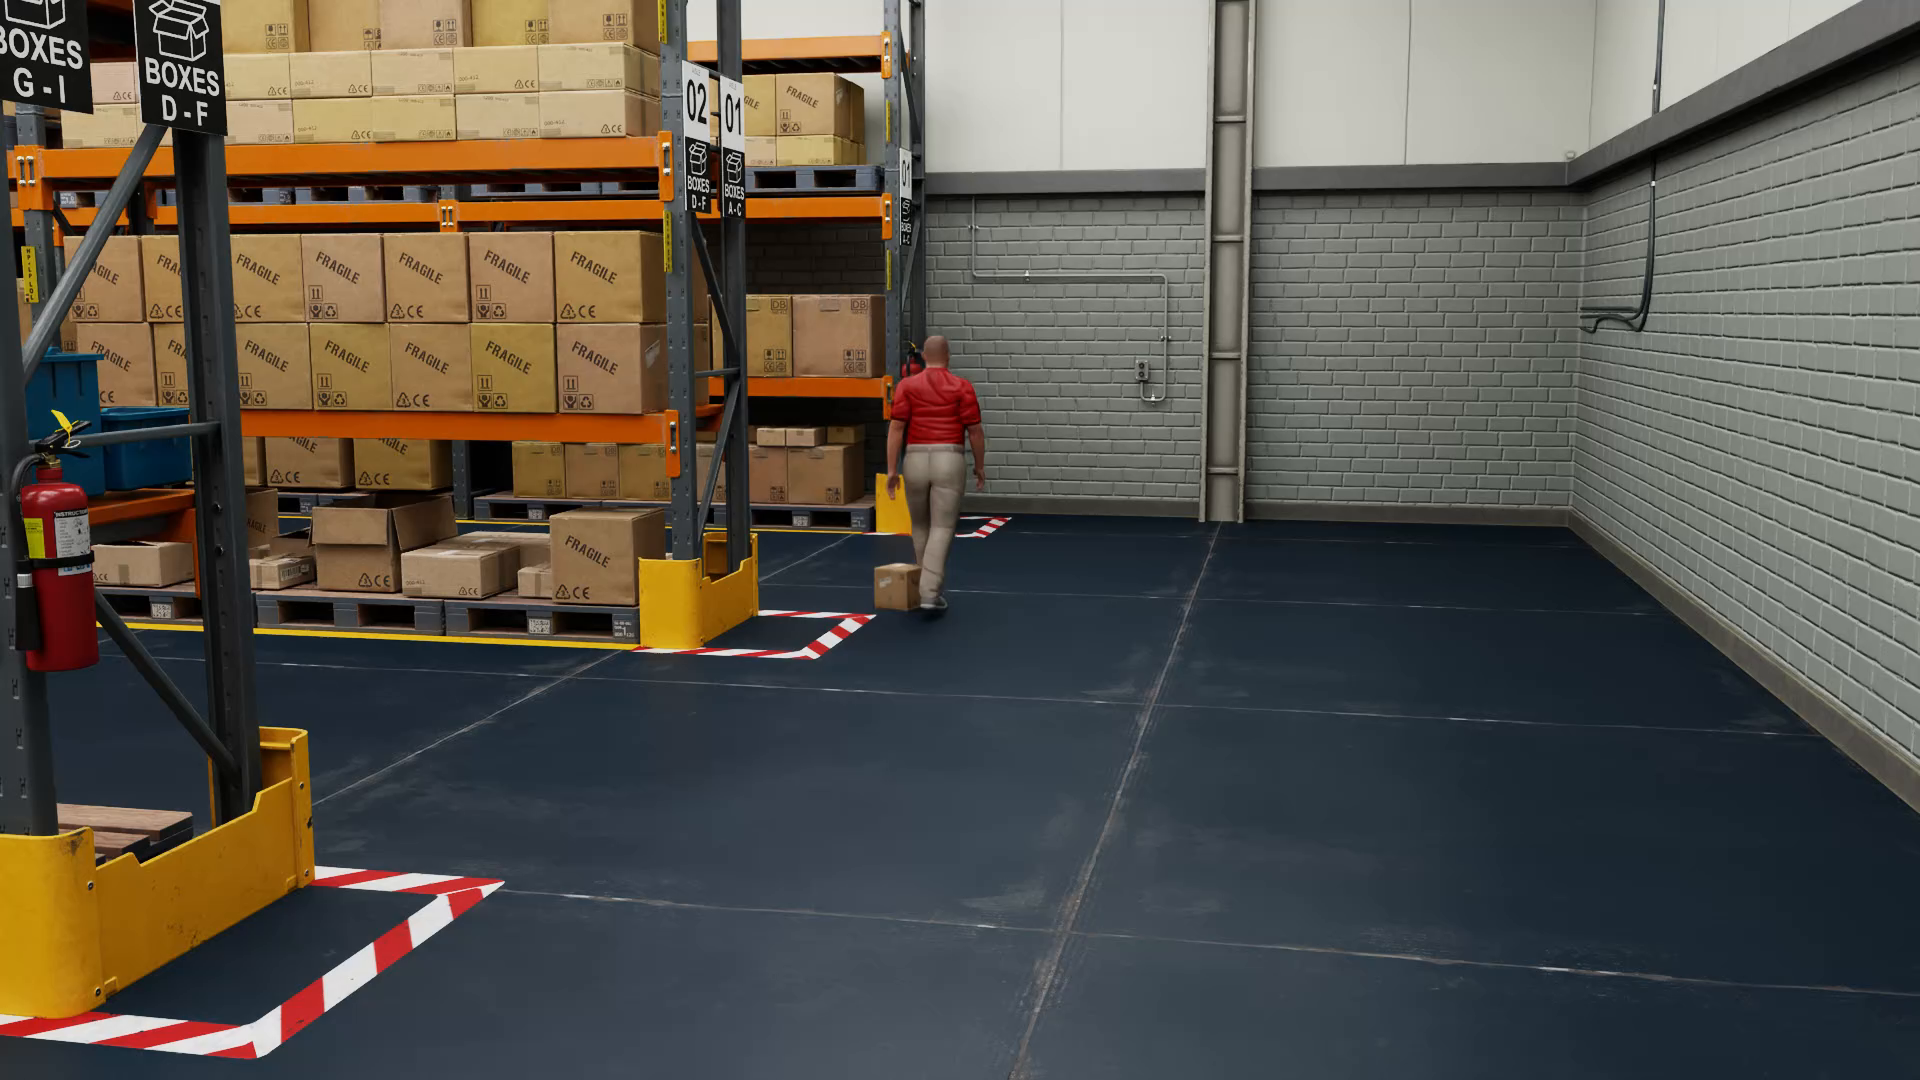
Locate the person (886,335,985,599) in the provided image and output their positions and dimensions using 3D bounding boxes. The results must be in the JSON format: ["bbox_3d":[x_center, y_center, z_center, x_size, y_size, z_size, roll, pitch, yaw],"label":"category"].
[{"bbox_3d":[-0.151,-0.470,10.365,0.578,1.602,0.786,2,8,14],"label":"person"}]
